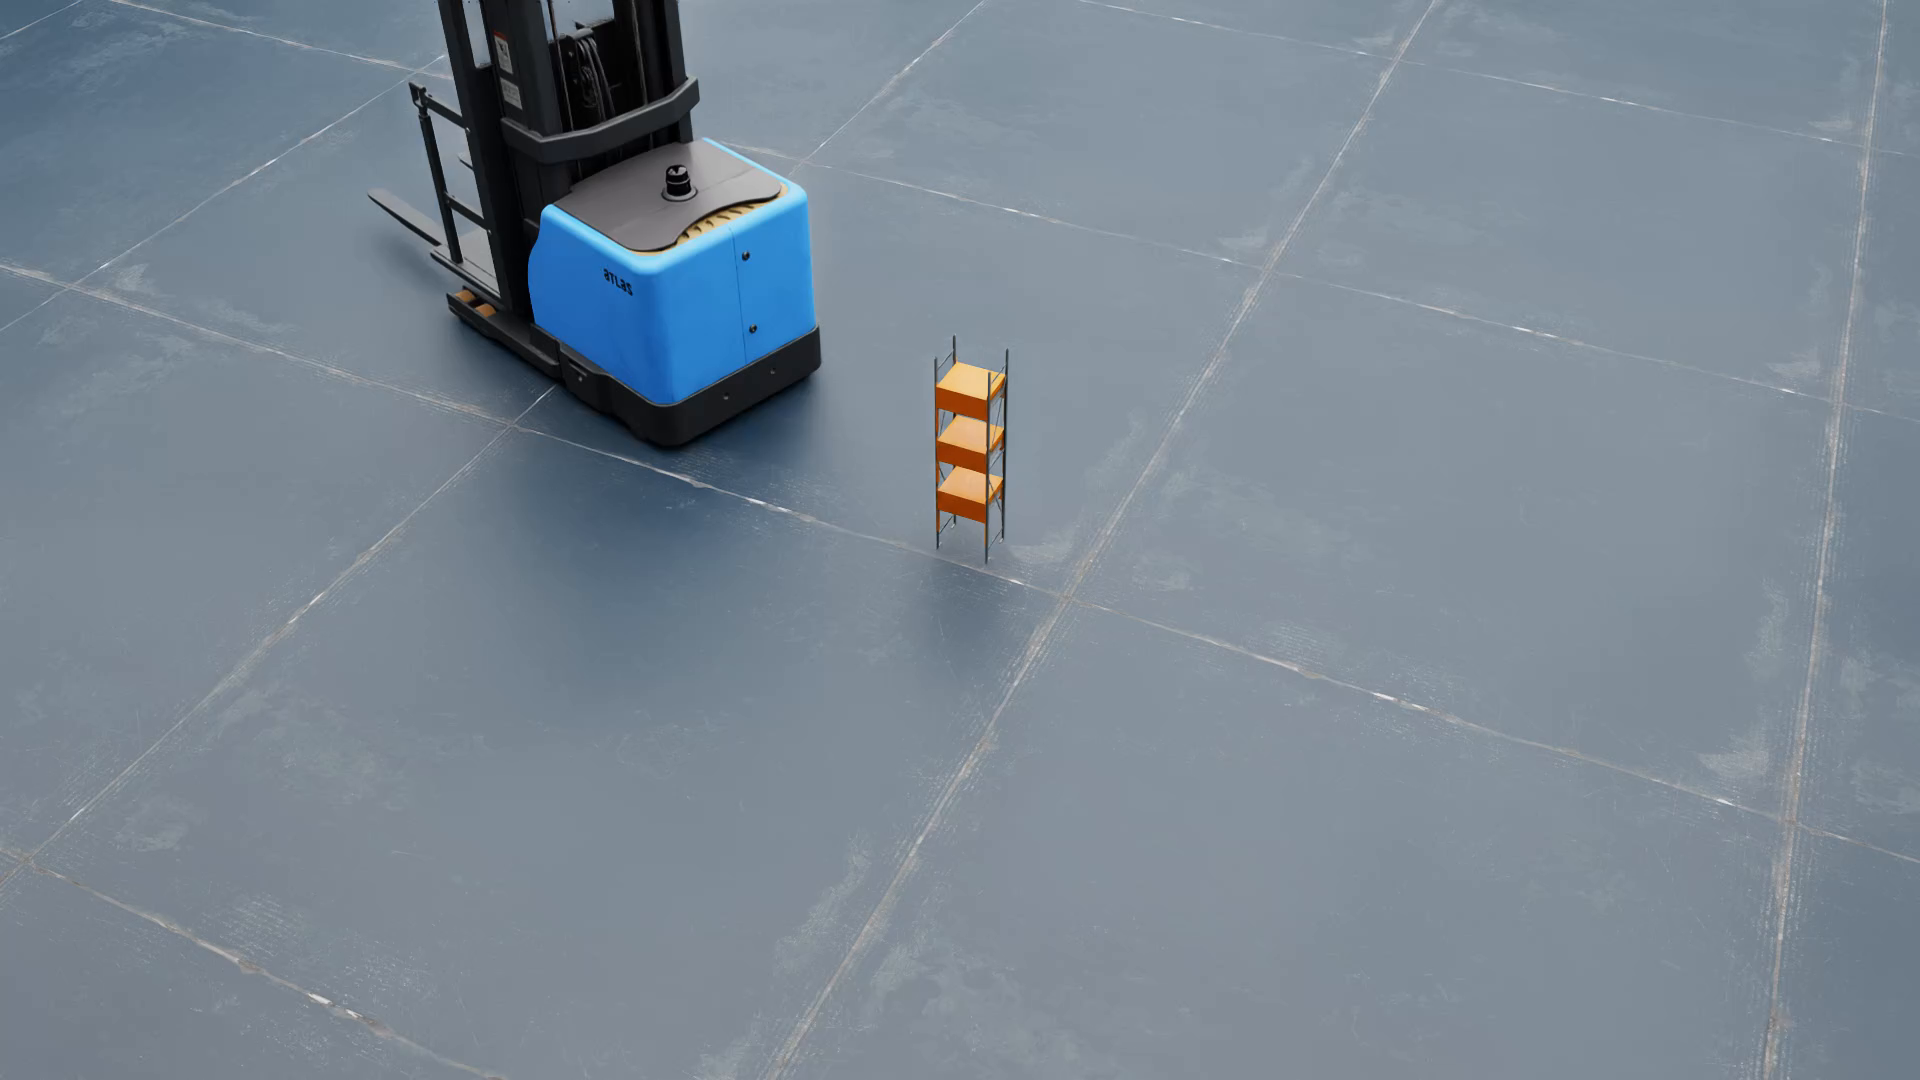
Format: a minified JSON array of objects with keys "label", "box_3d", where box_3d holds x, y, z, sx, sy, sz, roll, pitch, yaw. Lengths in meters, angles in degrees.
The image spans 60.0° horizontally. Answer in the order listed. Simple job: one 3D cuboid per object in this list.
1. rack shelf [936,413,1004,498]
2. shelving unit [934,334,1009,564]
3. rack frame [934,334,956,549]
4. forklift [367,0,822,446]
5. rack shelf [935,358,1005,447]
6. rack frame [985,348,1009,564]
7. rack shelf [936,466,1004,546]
[{"label":"rack shelf","box_3d":[0.048,-0.374,7.280,0.240,0.259,0.215,17,44,19]},{"label":"shelving unit","box_3d":[0.048,-0.382,7.273,0.252,1.050,0.215,17,44,19]},{"label":"rack frame","box_3d":[-0.062,-0.416,7.312,0.008,1.050,0.200,17,44,19]},{"label":"forklift","box_3d":[-2.119,-2.418,8.186,3.031,2.935,1.130,33,51,32]},{"label":"rack shelf","box_3d":[0.048,-0.588,7.094,0.240,0.259,0.215,17,44,19]},{"label":"rack frame","box_3d":[0.159,-0.348,7.234,0.008,1.050,0.200,17,44,19]},{"label":"rack shelf","box_3d":[0.048,-0.164,7.462,0.240,0.259,0.215,17,44,19]}]
